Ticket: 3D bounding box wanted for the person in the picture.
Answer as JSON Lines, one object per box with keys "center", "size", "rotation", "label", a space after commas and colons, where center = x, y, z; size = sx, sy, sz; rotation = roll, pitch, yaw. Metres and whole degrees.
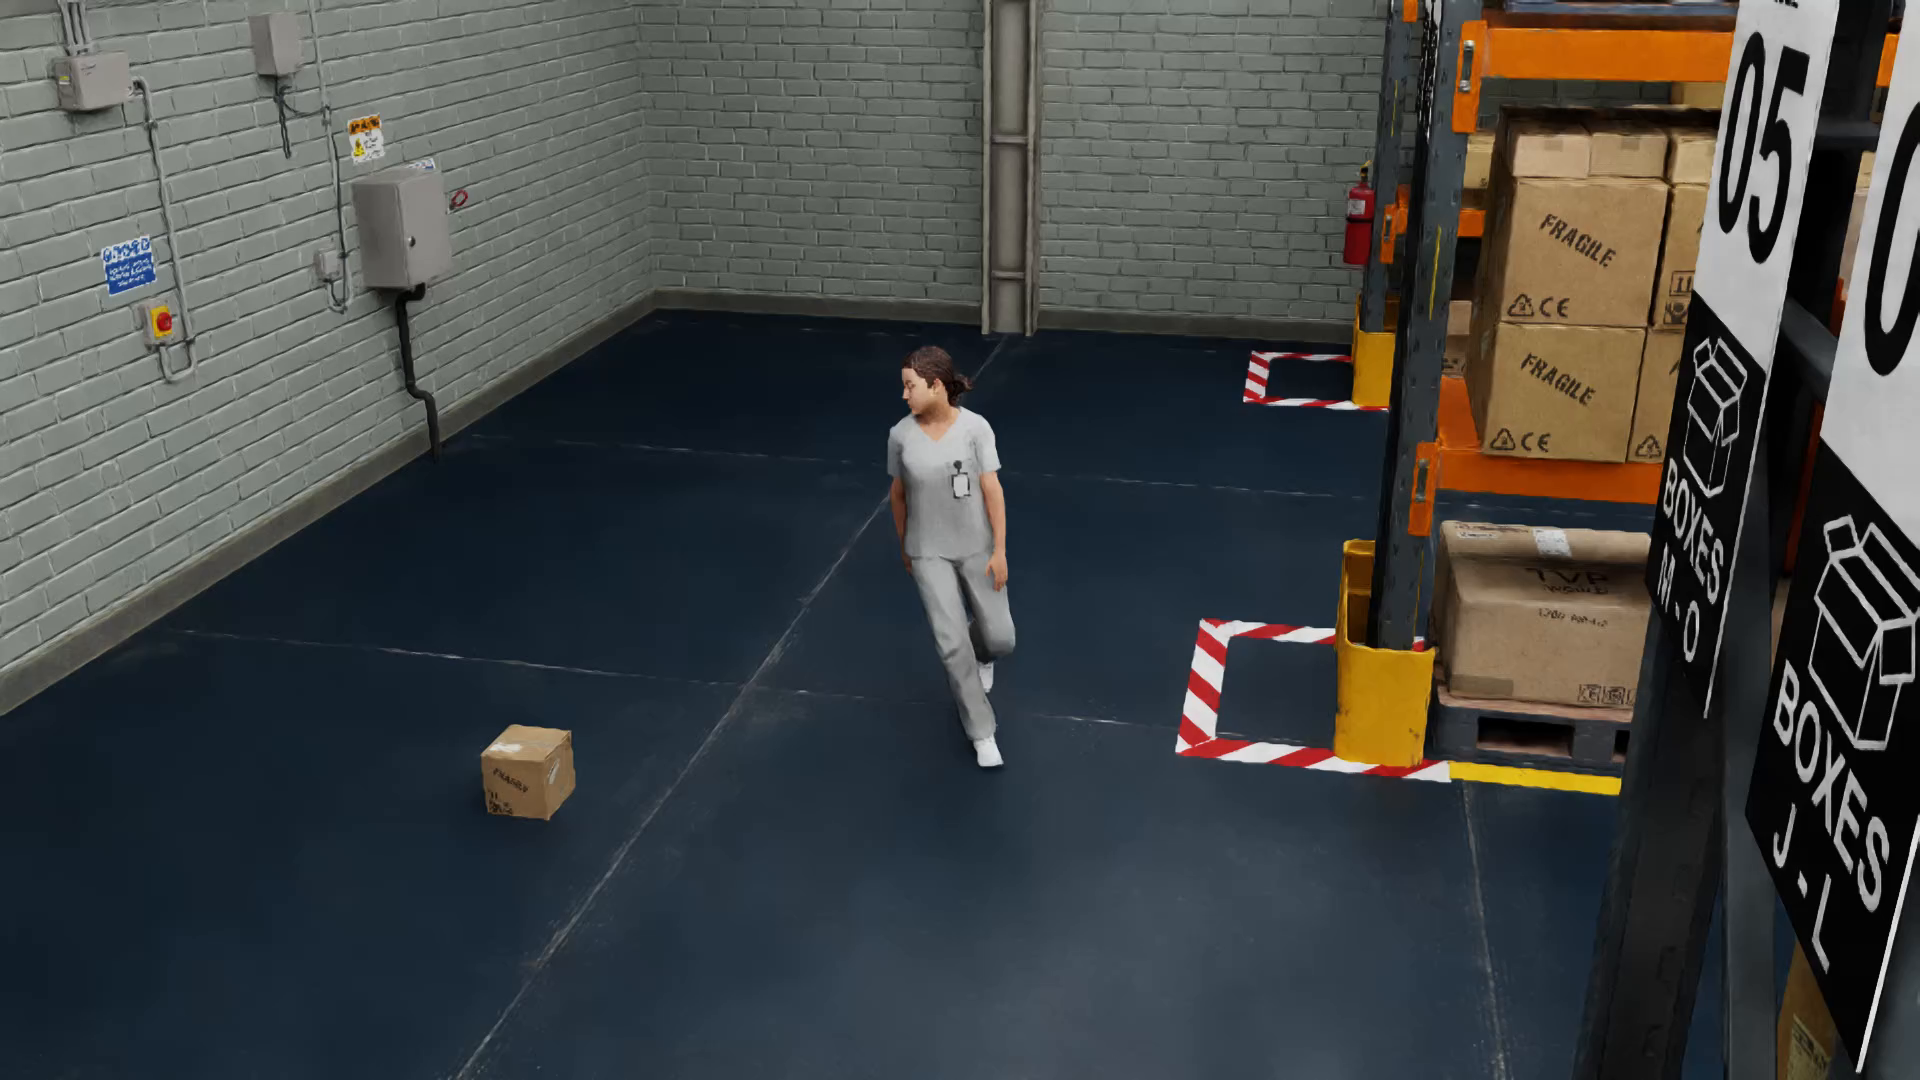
{"center": [-0.034, 0.036, 6.565], "size": [0.505, 1.621, 0.733], "rotation": [0, 22, -1], "label": "person"}
